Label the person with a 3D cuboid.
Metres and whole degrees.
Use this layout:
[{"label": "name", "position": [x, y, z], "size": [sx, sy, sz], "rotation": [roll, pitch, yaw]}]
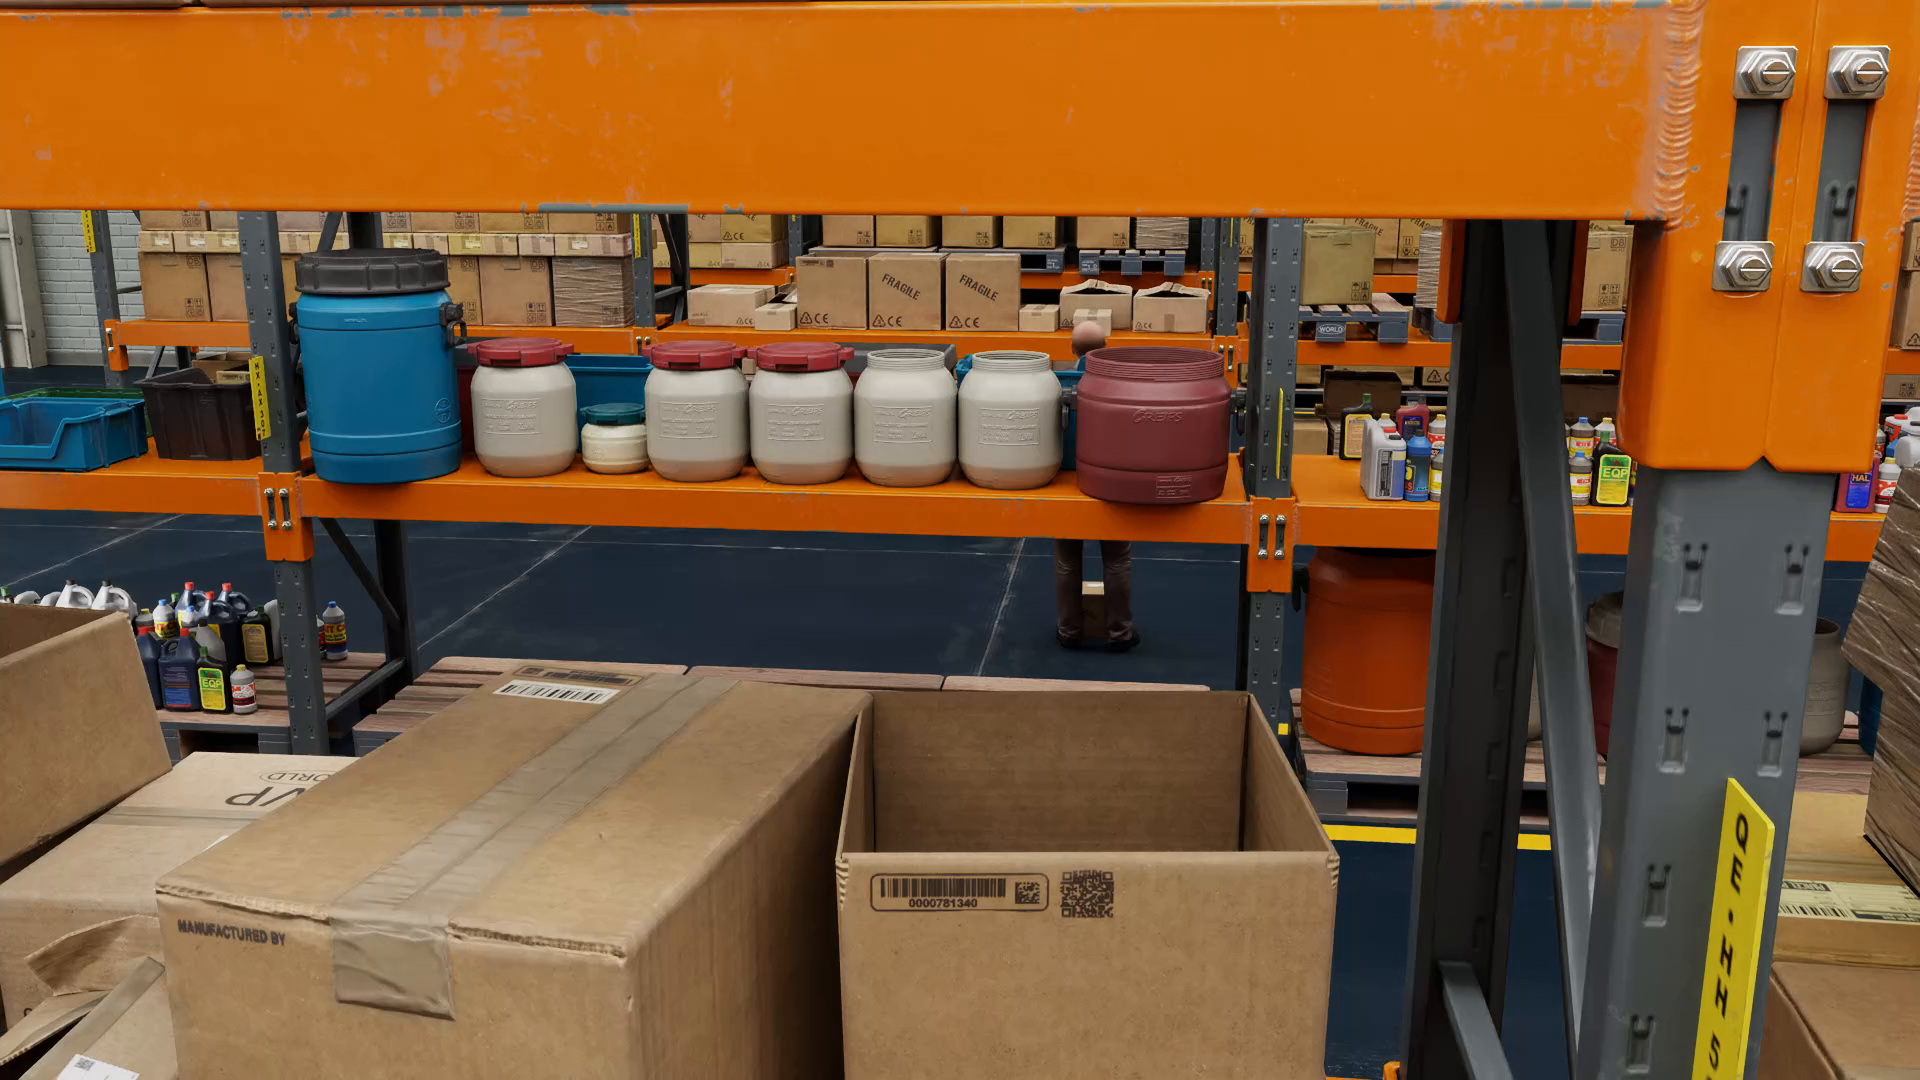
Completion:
[{"label": "person", "position": [0.673, -0.271, 8.660], "size": [0.587, 1.721, 0.462], "rotation": [1, 14, 5]}]
